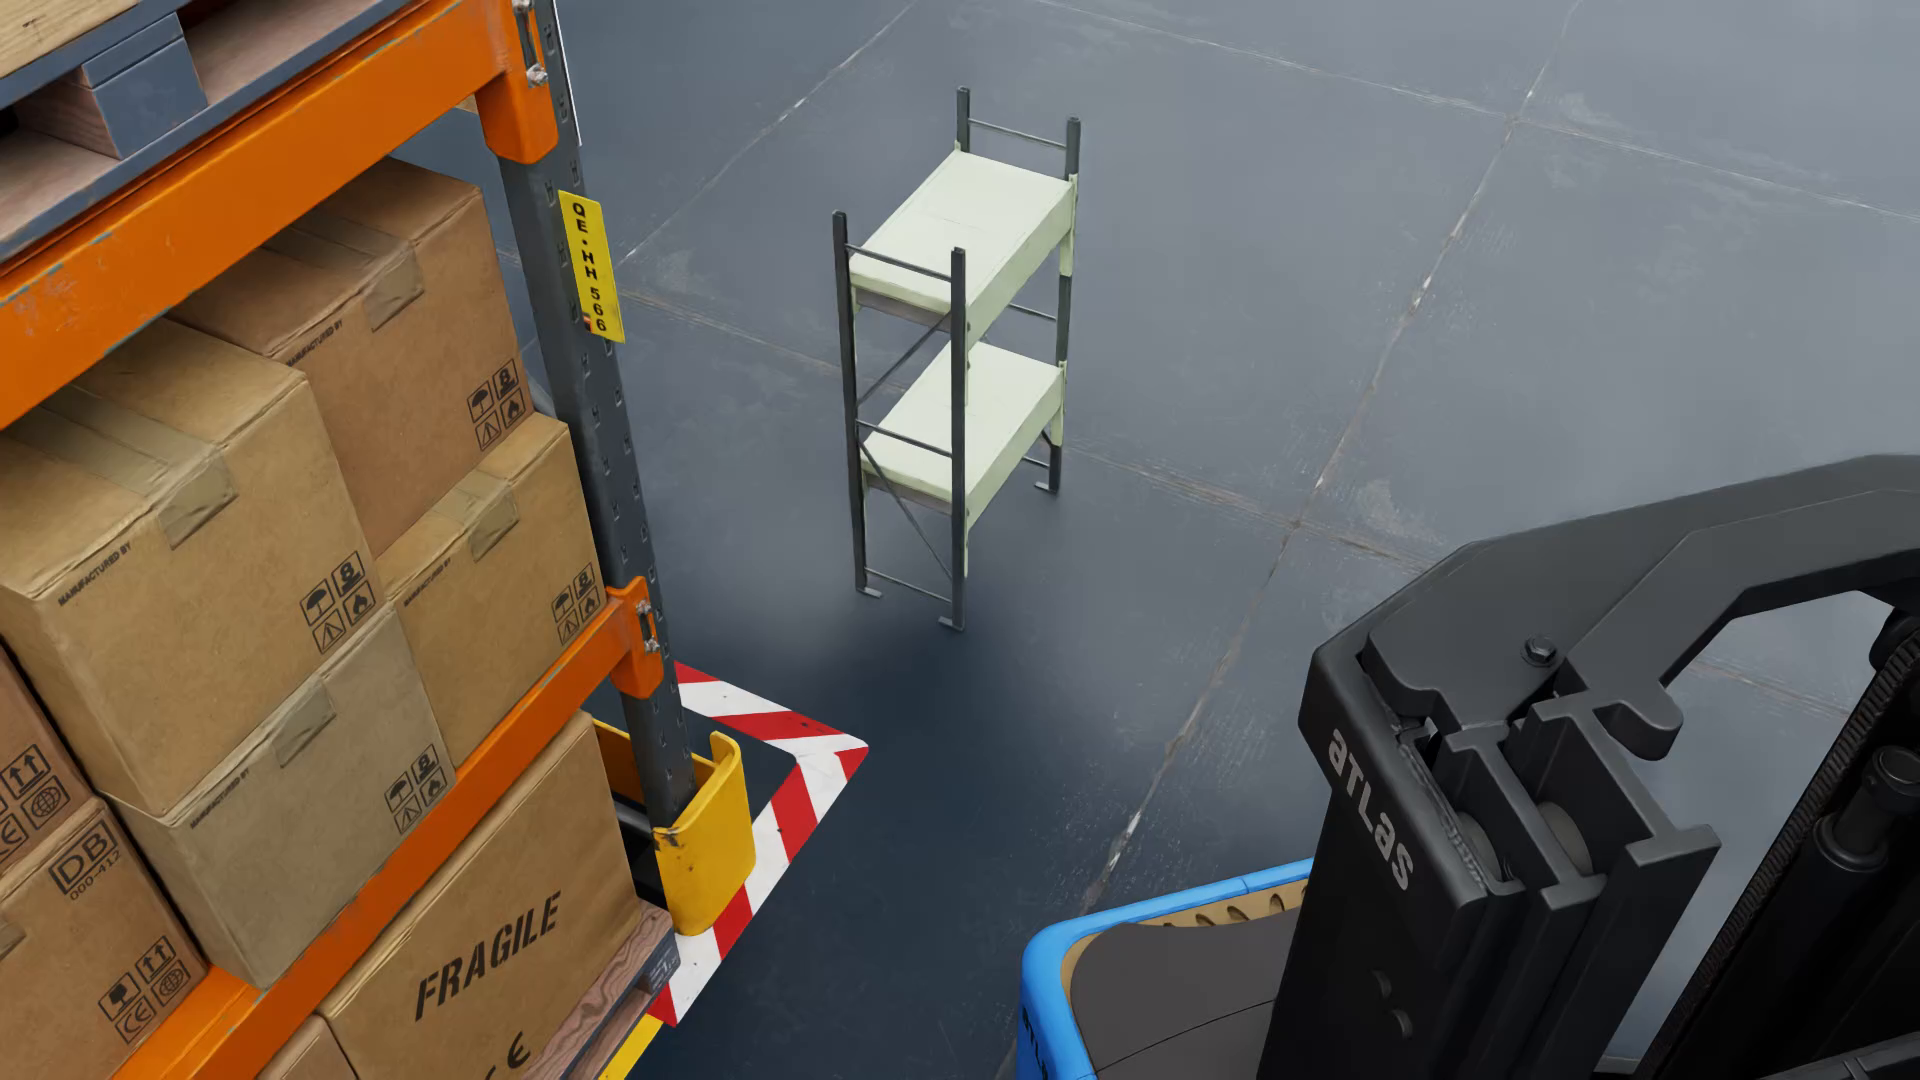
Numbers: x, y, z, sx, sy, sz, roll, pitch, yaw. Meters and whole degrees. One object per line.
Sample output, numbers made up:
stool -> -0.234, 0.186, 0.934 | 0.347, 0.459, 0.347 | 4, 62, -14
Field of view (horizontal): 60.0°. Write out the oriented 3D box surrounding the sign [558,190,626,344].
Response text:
sign -> -0.703, -0.517, 3.171 | 0.100, 0.325, 0.005 | 20, 49, 19

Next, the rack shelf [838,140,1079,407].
rack shelf -> 0.003, -0.806, 4.943 | 0.431, 0.370, 0.720 | 20, 49, 19

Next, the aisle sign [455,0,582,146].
aisle sign -> -0.879, -1.074, 2.875 | 0.394, 0.787, 0.004 | 20, 49, 19

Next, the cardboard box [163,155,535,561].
cardboard box -> -1.384, -0.426, 3.197 | 0.875, 0.550, 0.550 | 20, 49, 19

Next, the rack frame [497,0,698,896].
rack frame -> -1.177, -0.215, 3.853 | 1.000, 3.000, 0.127 | 20, 49, 19

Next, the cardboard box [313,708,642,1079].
cardboard box -> -1.433, 0.834, 4.016 | 0.875, 0.875, 0.875 | 21, 49, 19

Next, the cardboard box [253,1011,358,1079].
cardboard box -> -1.840, 1.389, 3.467 | 0.875, 0.875, 0.875 | 20, 49, 18

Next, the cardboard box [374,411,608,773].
cardboard box -> -1.309, -0.019, 3.554 | 0.875, 0.550, 0.550 | 20, 49, 19

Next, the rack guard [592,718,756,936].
rack guard -> -1.166, 0.649, 4.757 | 1.175, 0.500, 0.348 | 20, 49, 19

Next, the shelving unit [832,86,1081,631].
shelving unit -> 0.003, -0.531, 5.221 | 0.431, 1.500, 0.755 | 20, 49, 19

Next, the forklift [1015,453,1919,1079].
forklift -> 1.009, 1.450, 2.256 | 1.130, 2.935, 3.031 | -12, 46, -11

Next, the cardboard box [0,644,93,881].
cardboard box -> -1.938, 0.259, 2.521 | 0.875, 0.550, 0.550 | 20, 49, 19

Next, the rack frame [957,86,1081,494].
rack frame -> 0.173, -0.762, 5.449 | 0.400, 1.500, 0.023 | 20, 49, 19

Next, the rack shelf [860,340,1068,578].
rack shelf -> 0.003, -0.302, 5.453 | 0.431, 0.370, 0.720 | 20, 49, 19

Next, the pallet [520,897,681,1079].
pallet -> -1.479, 1.295, 4.322 | 1.003, 0.211, 1.213 | 20, 49, 19

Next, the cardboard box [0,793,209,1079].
cardboard box -> -1.916, 0.646, 2.897 | 0.875, 0.550, 0.550 | 20, 49, 19

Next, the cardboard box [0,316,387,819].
cardboard box -> -1.557, -0.049, 2.825 | 0.875, 0.550, 0.550 | 20, 49, 19

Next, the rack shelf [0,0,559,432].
rack shelf -> -2.106, 0.244, 1.797 | 1.077, 0.370, 4.000 | 20, 49, 19

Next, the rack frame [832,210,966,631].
rack frame -> -0.167, -0.301, 4.993 | 0.400, 1.500, 0.023 | 20, 49, 19

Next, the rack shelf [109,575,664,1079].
rack shelf -> -2.106, 1.298, 2.864 | 1.077, 0.370, 4.000 | 20, 49, 19

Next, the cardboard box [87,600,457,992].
cardboard box -> -1.545, 0.335, 3.204 | 0.875, 0.550, 0.550 | 20, 49, 19
